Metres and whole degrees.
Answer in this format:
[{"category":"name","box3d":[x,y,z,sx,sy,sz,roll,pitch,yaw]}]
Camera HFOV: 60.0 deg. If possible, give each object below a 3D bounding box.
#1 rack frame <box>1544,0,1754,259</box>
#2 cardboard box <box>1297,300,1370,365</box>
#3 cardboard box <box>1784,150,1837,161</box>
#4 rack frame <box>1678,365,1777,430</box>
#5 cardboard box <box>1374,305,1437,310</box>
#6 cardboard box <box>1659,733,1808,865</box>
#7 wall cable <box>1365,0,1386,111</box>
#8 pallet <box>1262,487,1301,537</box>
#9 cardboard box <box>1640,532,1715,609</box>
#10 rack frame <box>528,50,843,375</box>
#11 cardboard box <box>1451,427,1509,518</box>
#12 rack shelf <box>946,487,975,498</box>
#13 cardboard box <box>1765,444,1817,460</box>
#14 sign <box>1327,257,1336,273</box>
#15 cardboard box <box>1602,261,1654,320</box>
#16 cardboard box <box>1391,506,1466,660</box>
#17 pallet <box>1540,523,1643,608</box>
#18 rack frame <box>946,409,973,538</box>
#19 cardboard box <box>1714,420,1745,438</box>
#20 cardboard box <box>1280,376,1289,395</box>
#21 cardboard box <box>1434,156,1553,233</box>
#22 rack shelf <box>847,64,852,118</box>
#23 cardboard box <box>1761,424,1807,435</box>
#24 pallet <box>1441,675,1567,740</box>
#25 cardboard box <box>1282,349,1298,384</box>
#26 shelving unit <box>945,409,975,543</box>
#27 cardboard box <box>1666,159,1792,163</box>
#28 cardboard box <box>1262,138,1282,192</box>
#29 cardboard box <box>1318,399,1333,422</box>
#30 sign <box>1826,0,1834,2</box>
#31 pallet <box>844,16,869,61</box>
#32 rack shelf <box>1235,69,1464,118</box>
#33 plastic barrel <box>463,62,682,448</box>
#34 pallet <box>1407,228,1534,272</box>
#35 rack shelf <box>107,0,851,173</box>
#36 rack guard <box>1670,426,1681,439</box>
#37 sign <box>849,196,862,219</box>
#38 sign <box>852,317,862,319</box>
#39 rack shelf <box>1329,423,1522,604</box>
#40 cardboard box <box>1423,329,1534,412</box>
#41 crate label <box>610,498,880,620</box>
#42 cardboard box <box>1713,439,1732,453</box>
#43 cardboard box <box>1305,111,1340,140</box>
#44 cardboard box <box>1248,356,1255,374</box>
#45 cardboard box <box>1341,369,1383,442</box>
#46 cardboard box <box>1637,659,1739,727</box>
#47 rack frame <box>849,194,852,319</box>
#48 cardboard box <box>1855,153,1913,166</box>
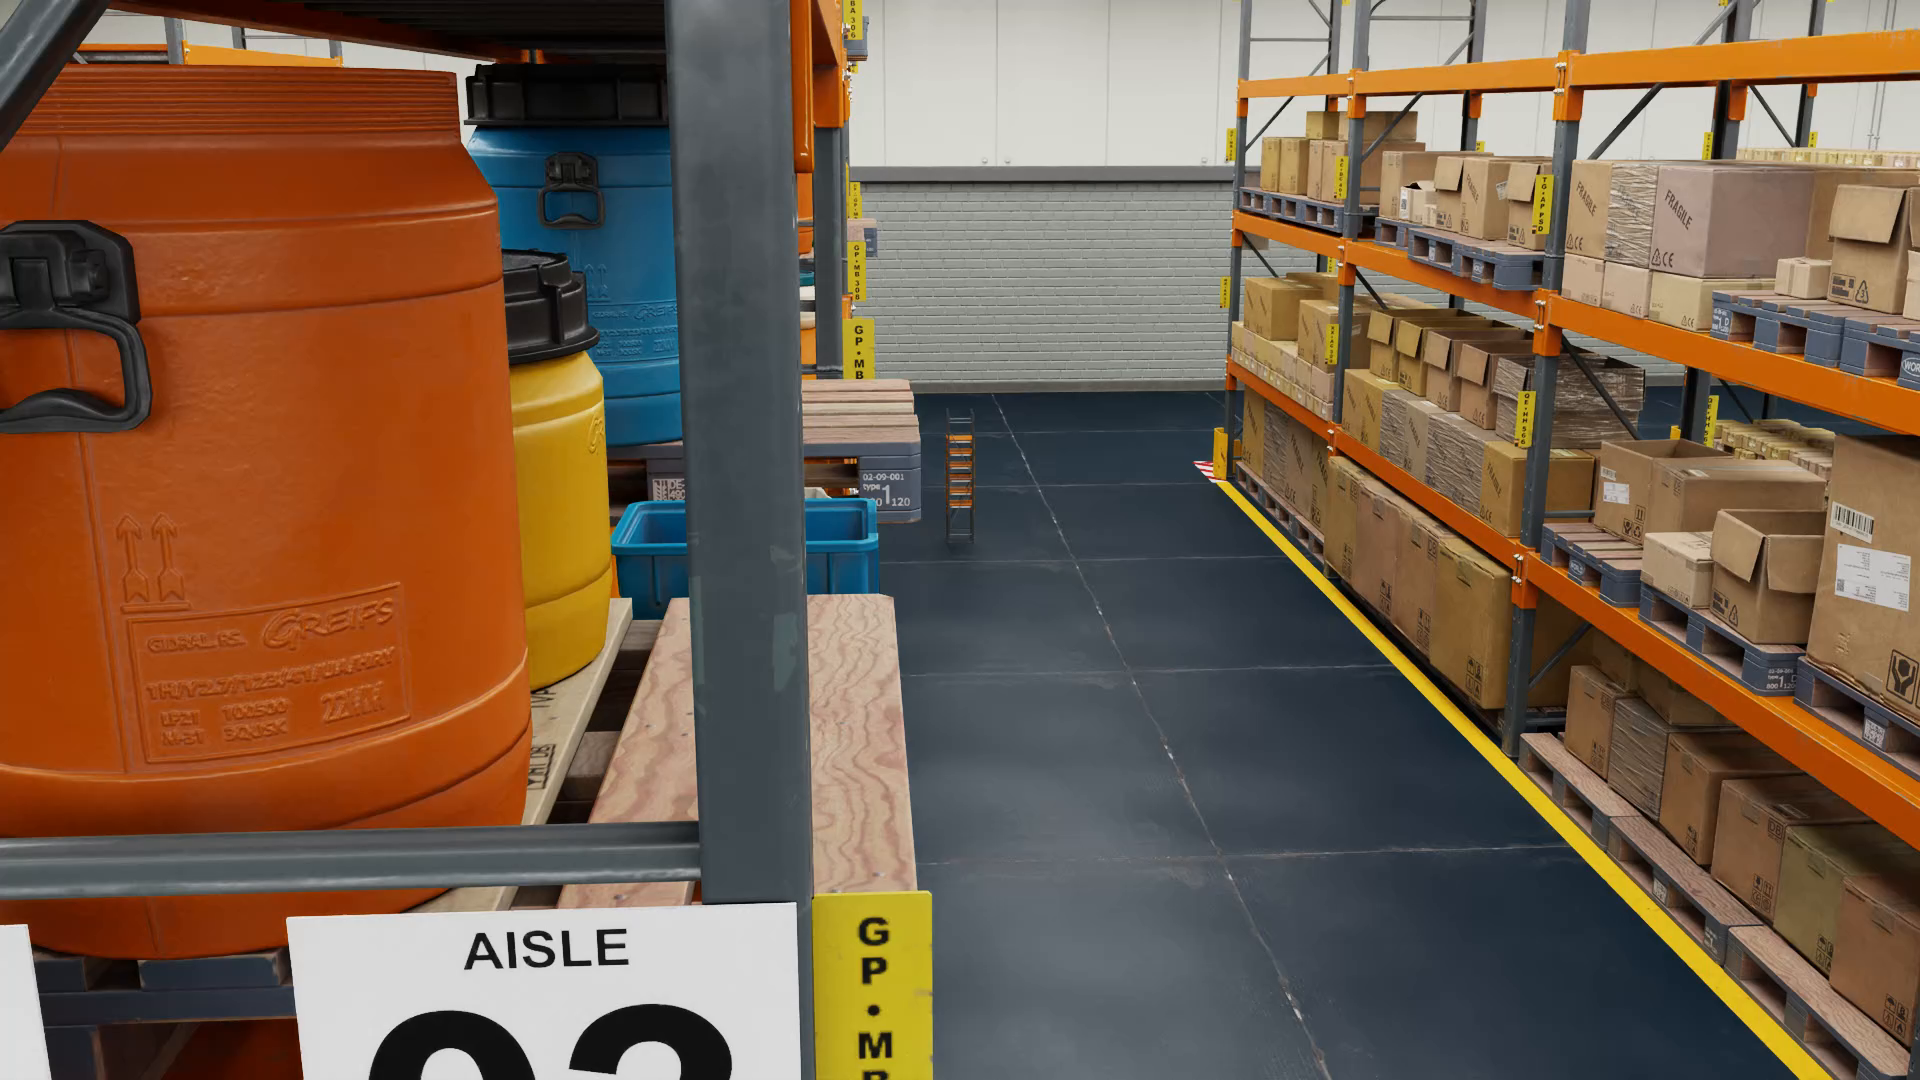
[{"category":"rack frame","box3d":[3.825,-3.054,9.060,1.000,3.000,0.127,-1,14,-3]},{"category":"cardboard box","box3d":[3.255,-1.813,14.475,0.500,0.500,0.500,-1,14,-3]},{"category":"cardboard box","box3d":[8.156,-3.665,15.954,0.380,0.149,0.250,0,14,-2]},{"category":"rack frame","box3d":[8.286,-2.189,17.740,1.000,3.000,0.127,-1,14,-3]},{"category":"cardboard box","box3d":[3.803,-1.701,14.040,0.500,0.500,0.500,-1,14,-3]},{"category":"cardboard box","box3d":[3.975,1.294,8.334,0.700,0.500,0.500,0,14,1]},{"category":"wall cable","box3d":[6.419,-8.061,22.064,2.277,5.999,0.120,-1,14,-3]},{"category":"pallet","box3d":[3.529,-0.287,15.943,1.003,0.211,1.213,-1,14,-3]},{"category":"cardboard box","box3d":[3.699,0.141,8.140,0.500,0.250,0.500,-1,14,-5]},{"category":"rack frame","box3d":[-0.871,-1.983,4.896,1.000,3.000,0.127,-1,14,-3]},{"category":"cardboard box","box3d":[3.522,-0.440,10.739,0.500,0.500,0.500,-1,14,-4]},{"category":"rack shelf","box3d":[0.001,-0.418,15.127,0.258,0.103,0.180,-1,14,-3]},{"category":"cardboard box","box3d":[8.081,-0.838,16.171,0.380,0.149,0.250,-1,14,-3]},{"category":"sign","box3d":[3.872,-2.818,17.385,0.100,0.325,0.005,-1,14,-3]},{"category":"cardboard box","box3d":[3.631,-1.280,8.486,0.500,0.250,0.500,-1,14,-2]},{"category":"cardboard box","box3d":[3.755,0.283,11.550,1.225,0.875,0.875,-1,14,-3]},{"category":"pallet","box3d":[3.975,0.120,9.149,1.213,0.211,1.003,-1,14,-3]},{"category":"rack frame","box3d":[-0.005,-0.600,15.175,0.240,1.200,0.006,-1,14,-3]},{"category":"cardboard box","box3d":[7.979,-1.165,17.442,0.380,0.149,0.250,-2,15,-6]},{"category":"cardboard box","box3d":[3.151,-1.412,15.222,0.380,0.149,0.250,-1,14,-4]},{"category":"cardboard box","box3d":[3.677,-2.362,11.341,0.797,0.503,0.637,-1,14,-4]},{"category":"rack shelf","box3d":[-1.243,-2.933,10.835,1.077,0.370,4.000,-1,14,-3]},{"category":"cardboard box","box3d":[8.530,-1.109,17.226,0.380,0.149,0.250,-1,14,-2]},{"category":"pallet","box3d":[3.851,1.005,10.921,1.003,0.211,1.213,-1,14,-3]},{"category":"cardboard box","box3d":[3.221,-1.576,15.060,0.500,0.250,0.500,-1,14,-2]},{"category":"shelving unit","box3d":[0.001,-0.577,15.087,0.258,1.200,0.189,-1,14,-3]},{"category":"cardboard box","box3d":[4.104,-1.777,8.912,0.500,0.500,0.500,-1,14,-2]},{"category":"cardboard box","box3d":[3.329,-3.621,16.038,0.700,0.500,0.500,-1,14,-5]},{"category":"cardboard box","box3d":[3.231,-1.092,13.980,0.380,0.149,0.250,-1,14,-3]},{"category":"sign","box3d":[8.841,-5.627,16.870,0.100,0.325,0.005,-1,14,-3]},{"category":"pallet","box3d":[-1.133,-2.872,9.535,1.213,0.211,1.003,-1,14,-3]},{"category":"rack shelf","box3d":[3.453,-4.004,14.999,1.077,0.370,4.000,-1,14,-3]},{"category":"plastic barrel","box3d":[-0.916,-0.727,4.187,0.600,0.901,0.708,-1,14,-3]},{"category":"pallet","box3d":[3.660,-1.947,11.157,1.003,0.211,1.213,0,14,-1]},{"category":"rack shelf","box3d":[-0.747,-0.943,3.102,1.077,0.370,4.000,-1,14,-3]},{"category":"rack guard","box3d":[8.291,-0.960,17.978,1.175,0.500,0.348,-1,14,-3]},{"category":"sign","box3d":[-0.817,-2.532,13.033,0.100,0.325,0.005,-1,14,-3]},{"category":"sign","box3d":[-1.066,-2.153,17.271,0.100,0.325,0.005,-1,14,-3]},{"category":"rack shelf","box3d":[3.701,-0.297,11.830,1.077,0.370,4.000,-1,14,-3]},{"category":"cardboard box","box3d":[3.710,-1.194,11.655,0.797,0.503,0.637,0,14,-2]},{"category":"crate label","box3d":[-0.409,0.066,3.251,0.502,0.251,0.408,-1,14,-3]},{"category":"cardboard box","box3d":[8.023,-0.953,17.216,0.380,0.149,0.250,-1,14,-4]},{"category":"cardboard box","box3d":[3.444,-3.752,15.042,0.500,0.250,0.500,-1,14,-5]},{"category":"cardboard box","box3d":[3.073,-1.731,16.461,0.380,0.149,0.250,-1,14,-4]},{"category":"cardboard box","box3d":[3.356,-1.073,13.201,0.500,0.500,0.500,-1,14,-3]},{"category":"cardboard box","box3d":[3.939,0.784,8.812,0.500,0.250,0.500,1,14,3]},{"category":"rack frame","box3d":[-1.614,-2.062,17.243,1.000,3.000,0.127,-1,14,-3]},{"category":"cardboard box","box3d":[8.169,-3.343,14.700,0.380,0.149,0.250,-1,15,-6]}]
